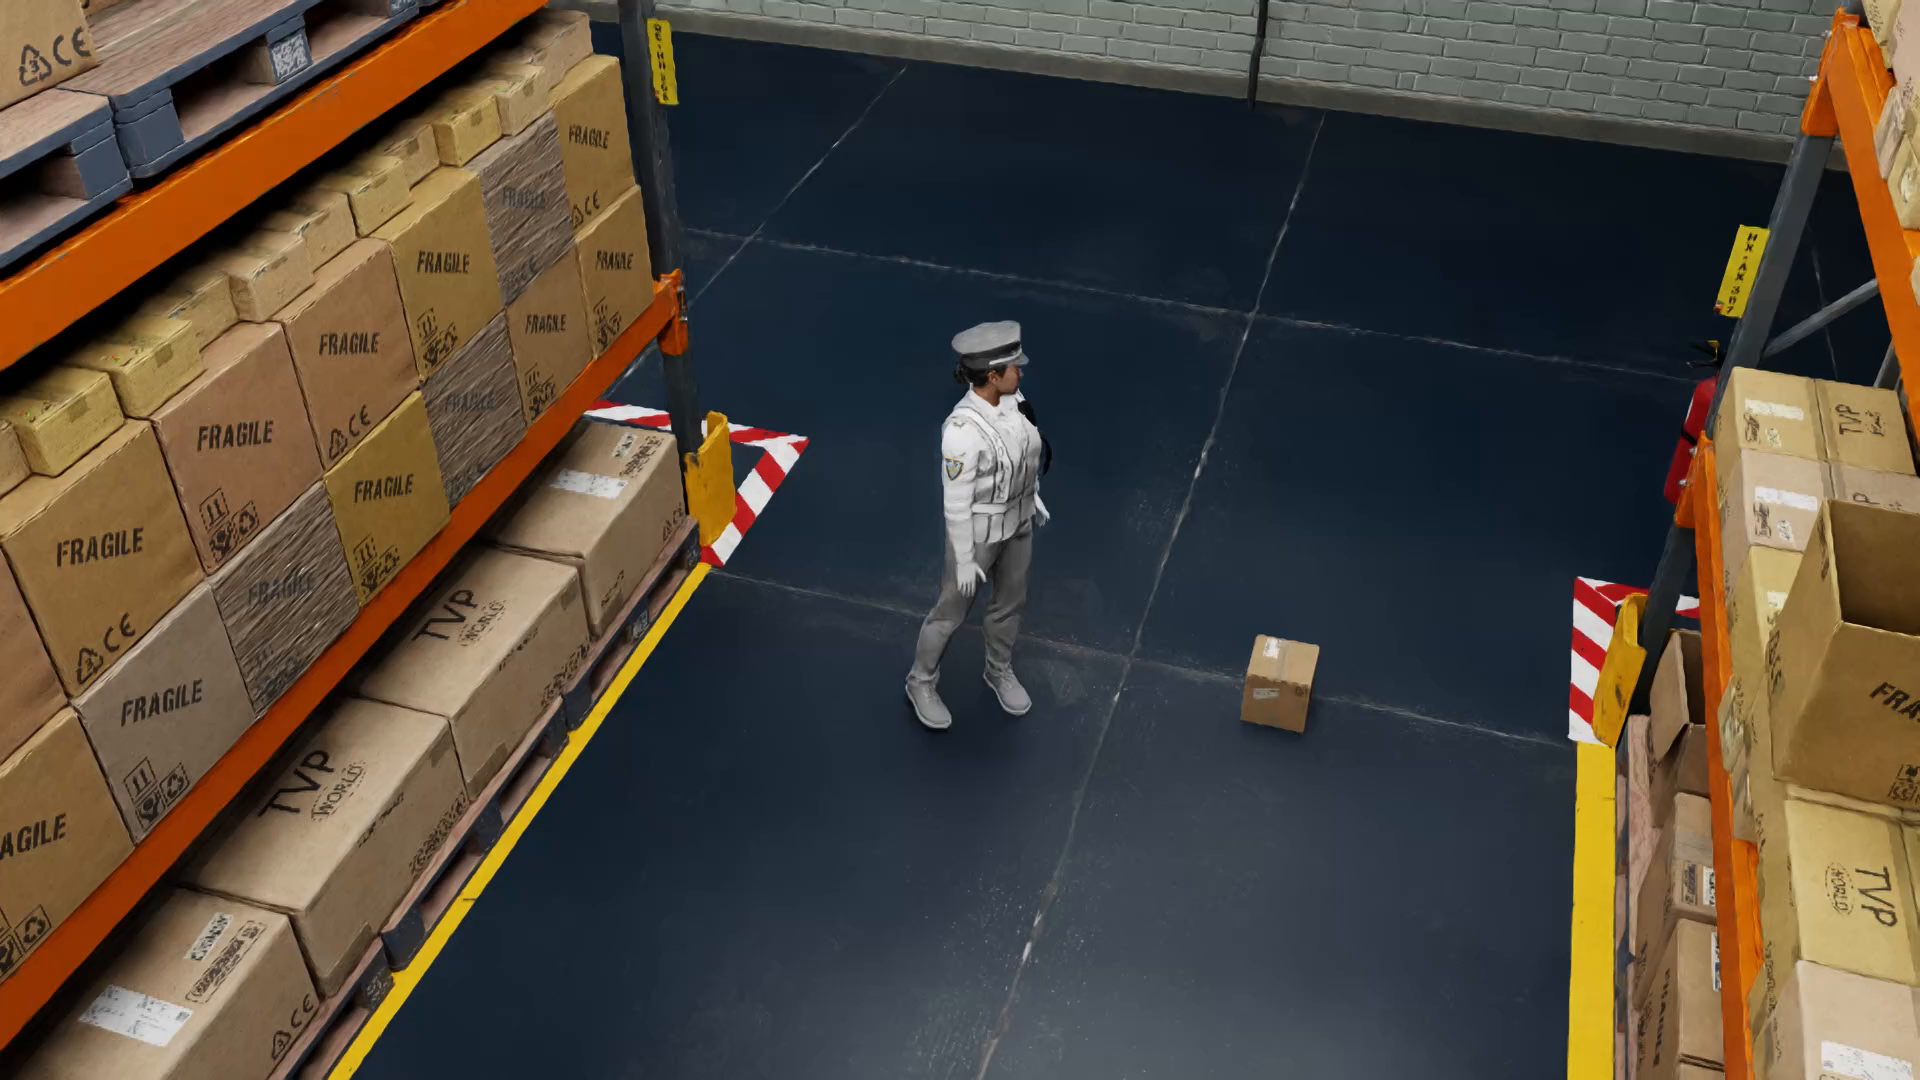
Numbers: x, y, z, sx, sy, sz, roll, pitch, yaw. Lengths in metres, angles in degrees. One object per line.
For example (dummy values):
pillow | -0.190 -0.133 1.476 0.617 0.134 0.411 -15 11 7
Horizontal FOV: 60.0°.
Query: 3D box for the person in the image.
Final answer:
person | 0.083 -0.054 6.217 0.460 1.674 0.632 23 43 27
